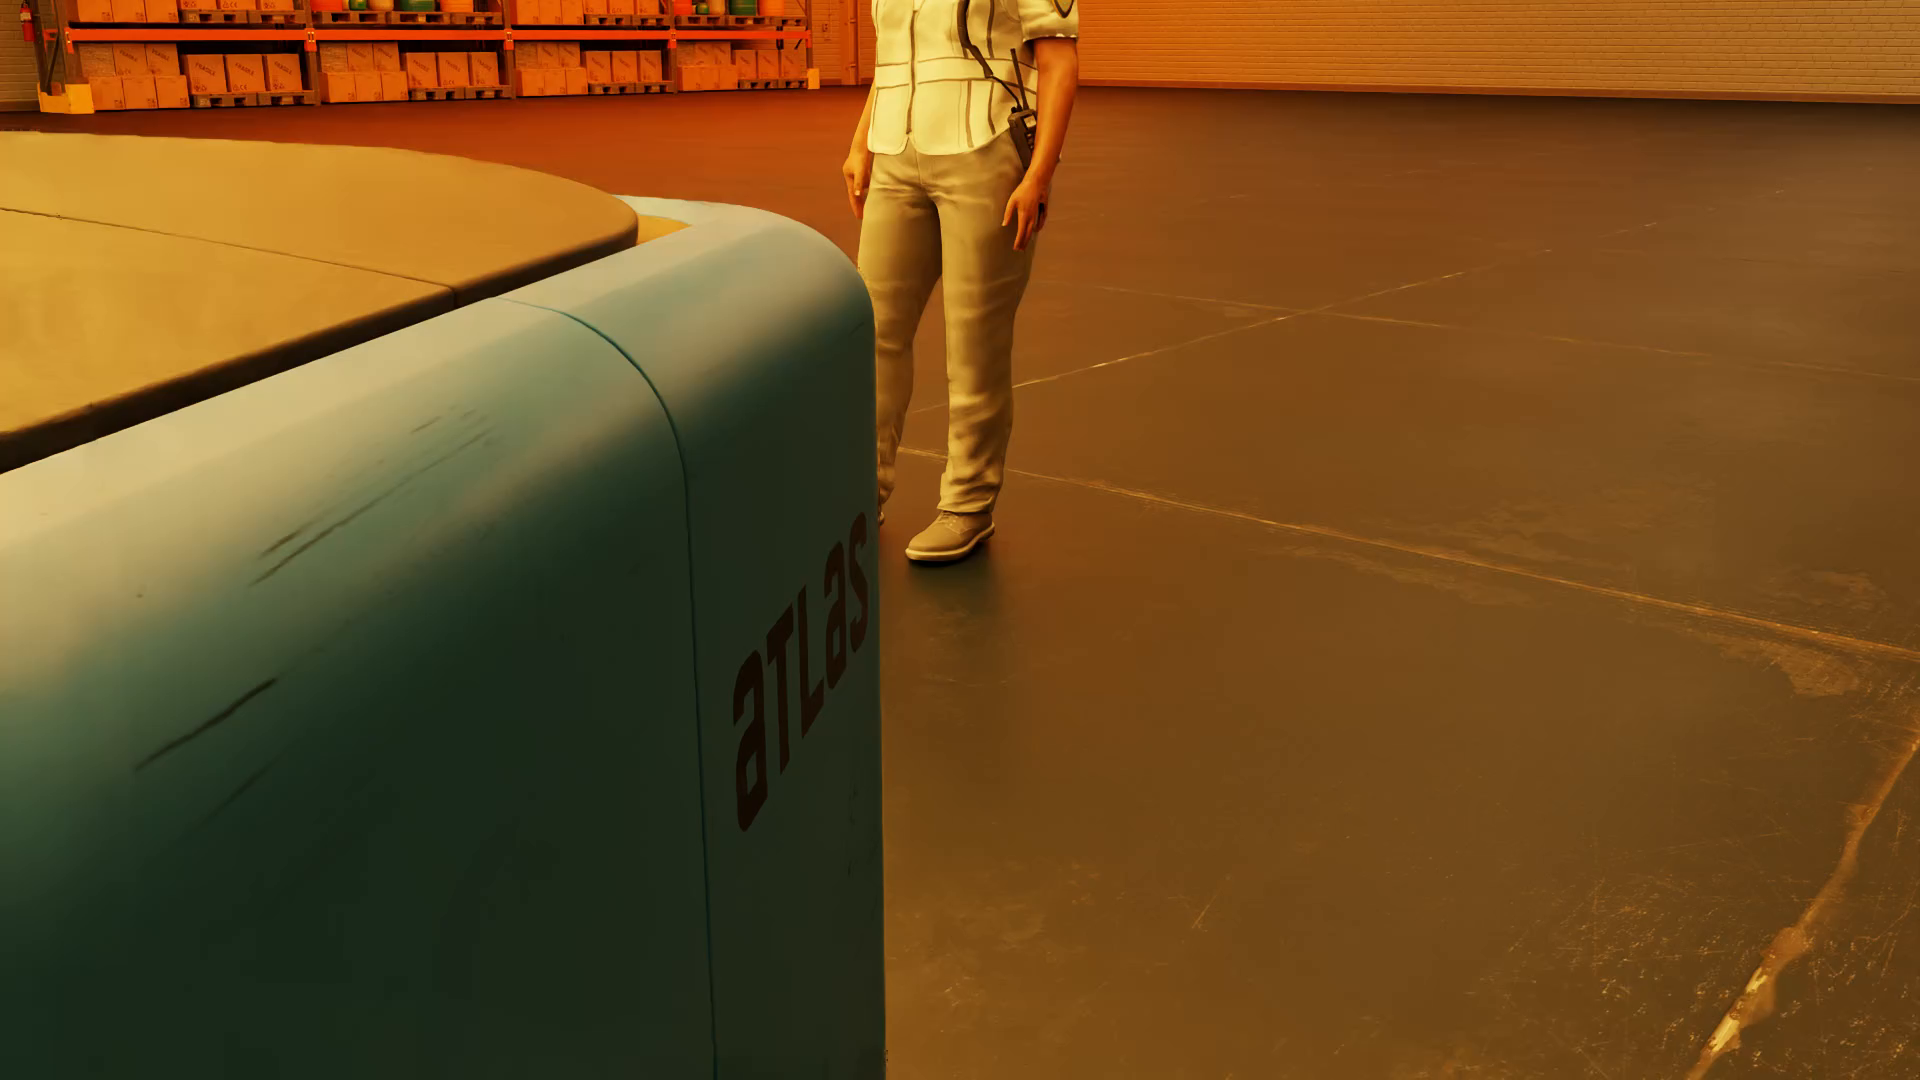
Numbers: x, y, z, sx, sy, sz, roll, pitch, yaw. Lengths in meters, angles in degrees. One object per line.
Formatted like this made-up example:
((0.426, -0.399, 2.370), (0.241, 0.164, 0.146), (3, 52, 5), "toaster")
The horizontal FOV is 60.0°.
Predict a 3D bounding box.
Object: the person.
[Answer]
((-0.066, -0.792, 3.655), (0.598, 1.670, 0.529), (13, 21, 37), "person")
